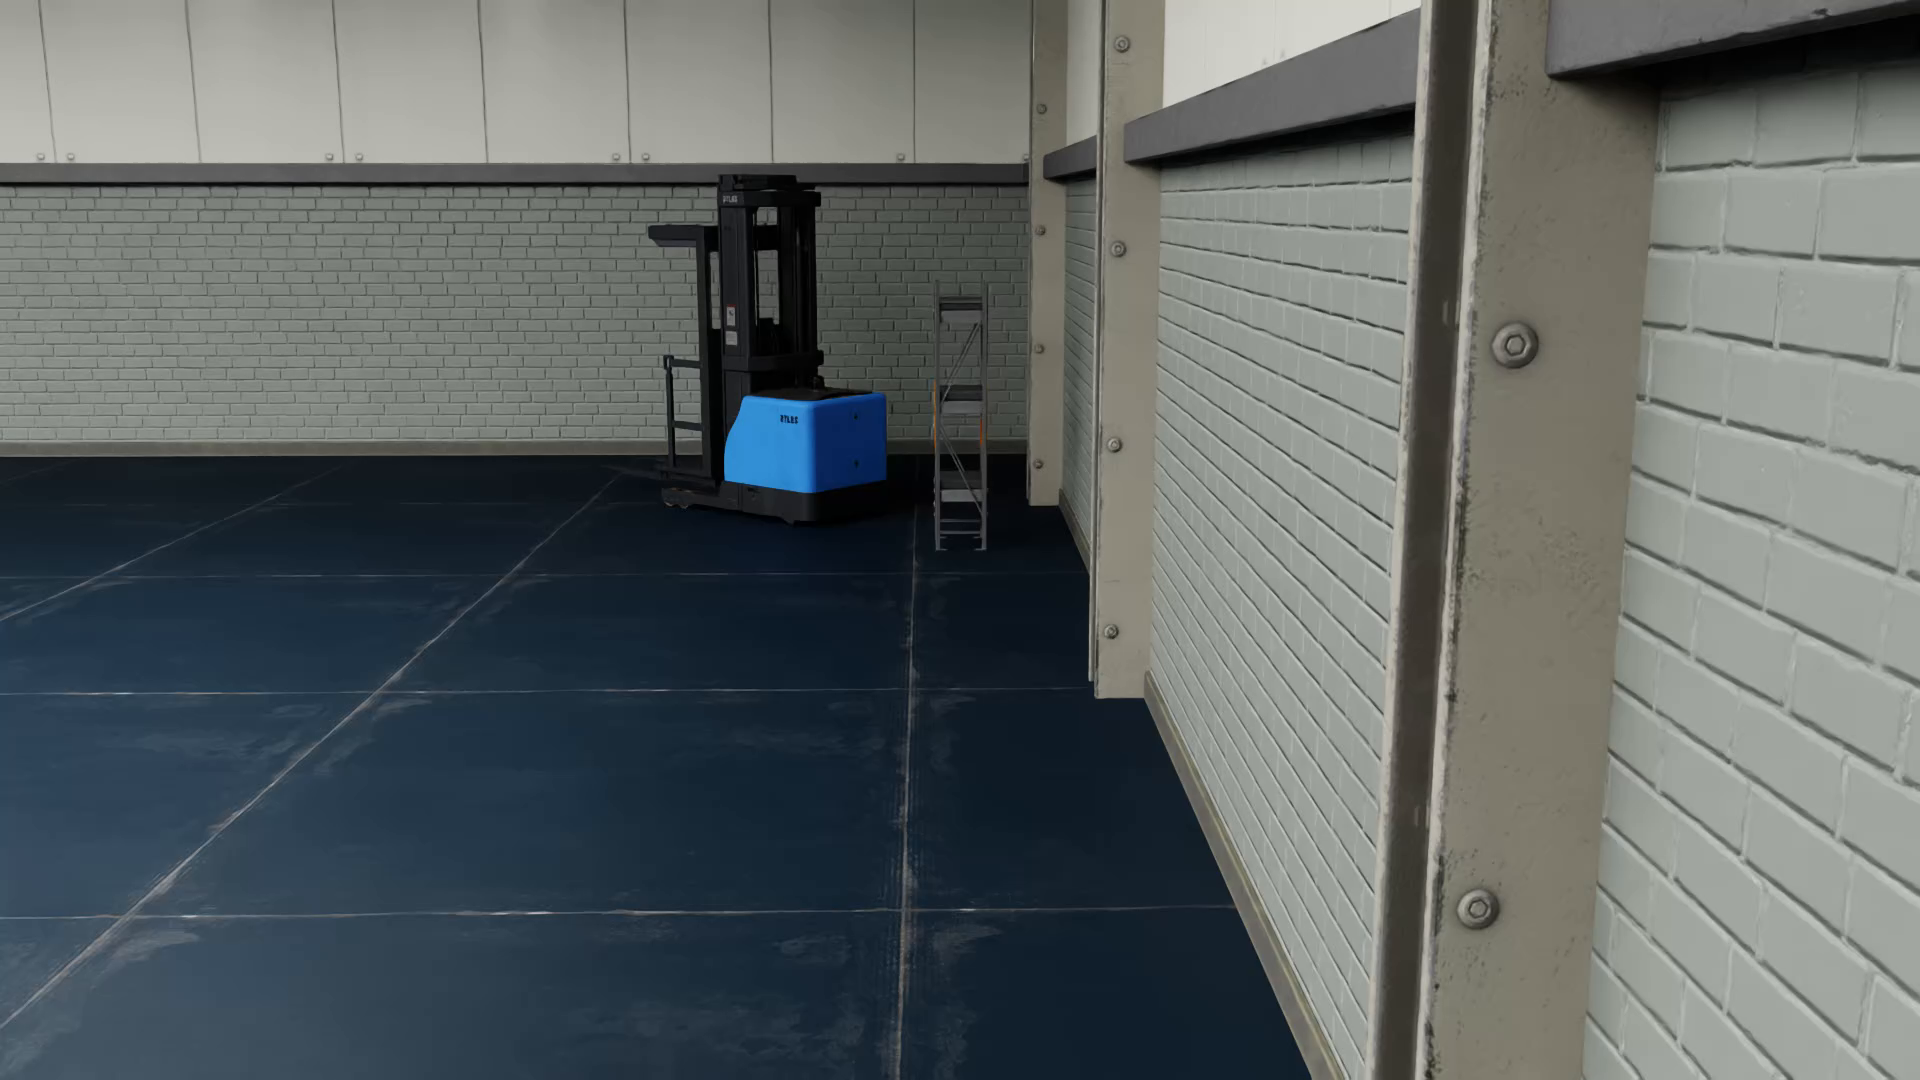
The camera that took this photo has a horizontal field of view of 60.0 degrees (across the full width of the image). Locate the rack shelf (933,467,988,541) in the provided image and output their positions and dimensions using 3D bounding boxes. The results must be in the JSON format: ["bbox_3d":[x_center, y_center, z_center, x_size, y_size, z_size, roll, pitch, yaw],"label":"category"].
[{"bbox_3d":[0.003,-0.297,13.330,0.431,0.518,0.480,0,11,-1],"label":"rack shelf"}]

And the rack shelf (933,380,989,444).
[{"bbox_3d":[0.003,-0.983,13.191,0.431,0.518,0.480,0,11,-1],"label":"rack shelf"}]

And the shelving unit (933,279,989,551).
[{"bbox_3d":[0.003,-0.996,13.188,0.431,2.100,0.503,0,11,-1],"label":"shelving unit"}]

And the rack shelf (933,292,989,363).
[{"bbox_3d":[0.003,-1.669,13.052,0.431,0.518,0.480,0,11,-1],"label":"rack shelf"}]

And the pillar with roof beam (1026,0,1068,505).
[{"bbox_3d":[-3.527,-4.747,14.325,9.100,9.000,0.400,0,11,-1],"label":"pillar with roof beam"}]

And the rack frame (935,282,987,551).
[{"bbox_3d":[0.008,-0.948,12.949,0.400,2.100,0.015,0,11,-1],"label":"rack frame"}]

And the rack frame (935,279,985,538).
[{"bbox_3d":[-0.002,-1.045,13.427,0.400,2.100,0.015,0,11,-1],"label":"rack frame"}]

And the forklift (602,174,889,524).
[{"bbox_3d":[-2.075,-1.788,15.001,3.031,2.935,1.130,10,15,39],"label":"forklift"}]

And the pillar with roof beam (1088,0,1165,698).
[{"bbox_3d":[-3.403,-3.554,8.446,9.100,9.000,0.400,0,11,-1],"label":"pillar with roof beam"}]
